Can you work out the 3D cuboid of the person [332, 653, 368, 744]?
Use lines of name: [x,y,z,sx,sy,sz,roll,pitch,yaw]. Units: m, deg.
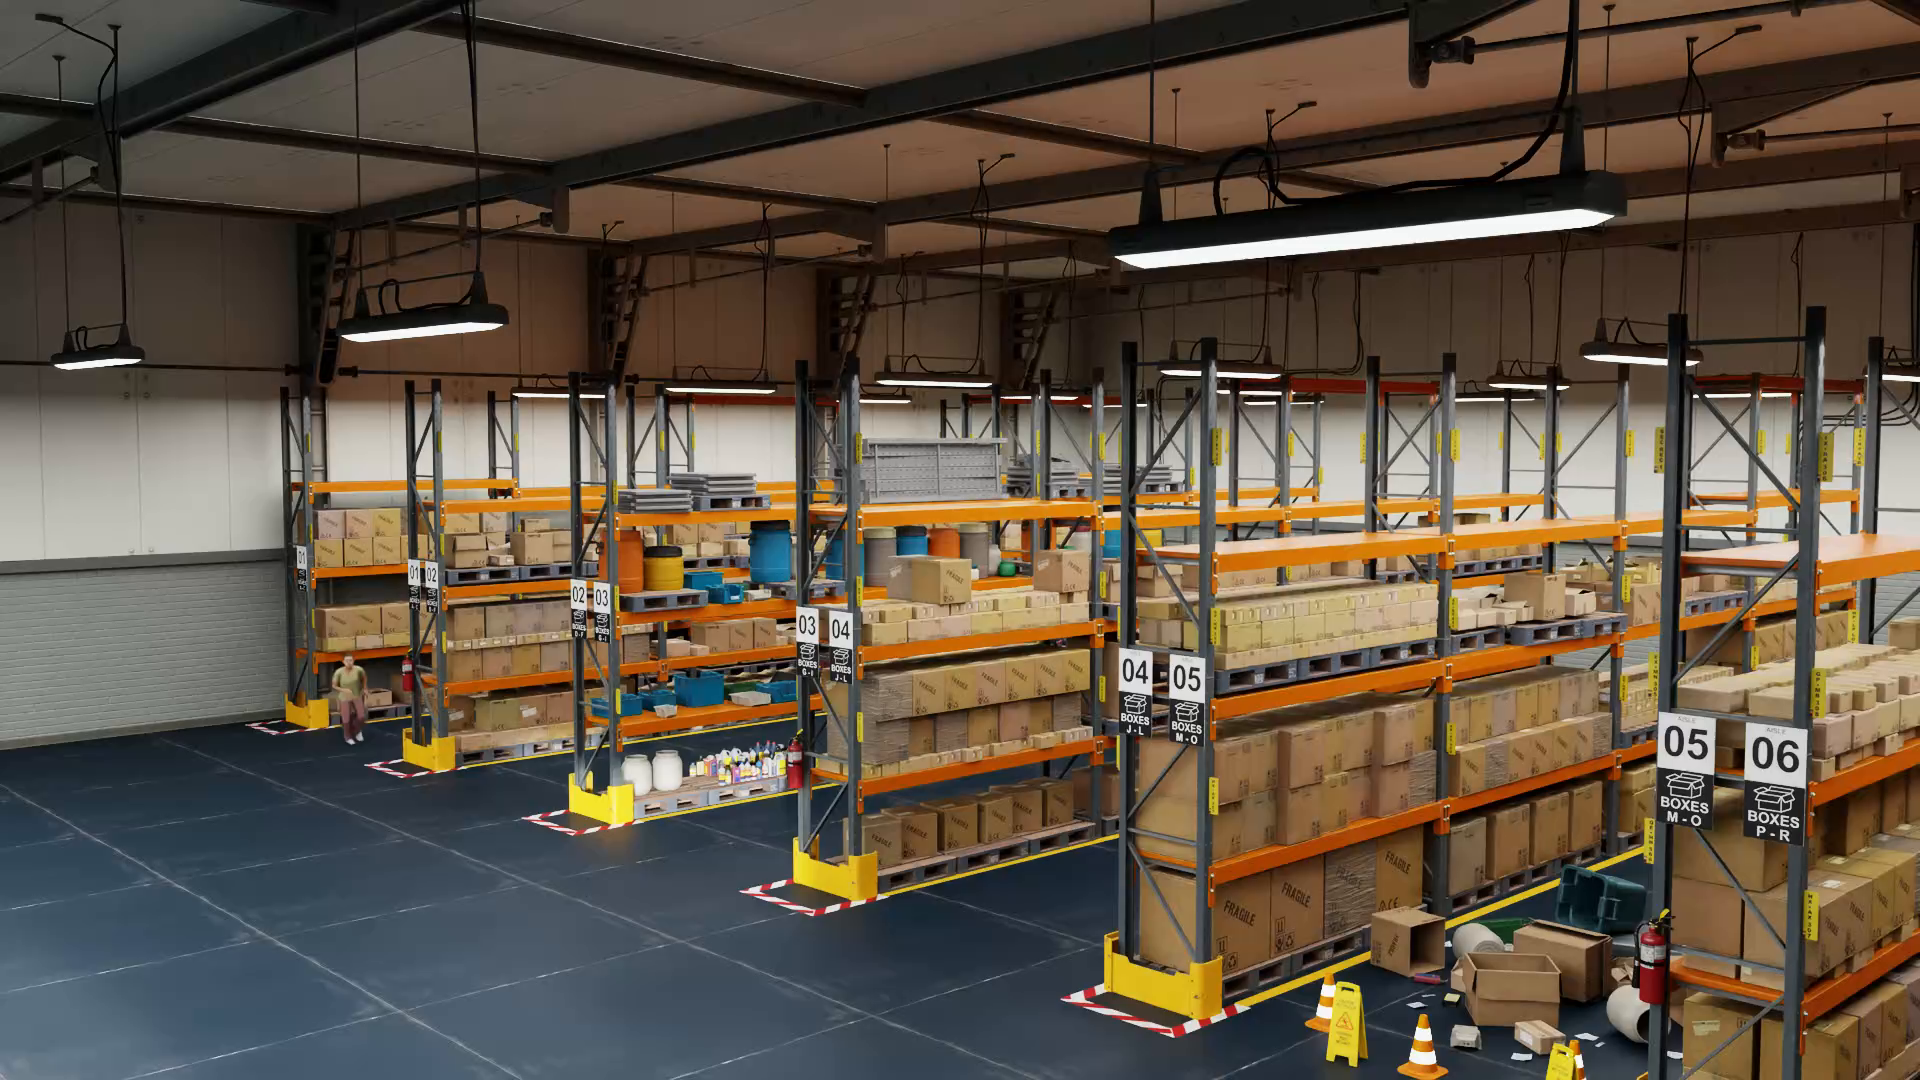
person: [-10.082,2.631,27.511,0.575,1.567,0.774,-2,4,-26]
